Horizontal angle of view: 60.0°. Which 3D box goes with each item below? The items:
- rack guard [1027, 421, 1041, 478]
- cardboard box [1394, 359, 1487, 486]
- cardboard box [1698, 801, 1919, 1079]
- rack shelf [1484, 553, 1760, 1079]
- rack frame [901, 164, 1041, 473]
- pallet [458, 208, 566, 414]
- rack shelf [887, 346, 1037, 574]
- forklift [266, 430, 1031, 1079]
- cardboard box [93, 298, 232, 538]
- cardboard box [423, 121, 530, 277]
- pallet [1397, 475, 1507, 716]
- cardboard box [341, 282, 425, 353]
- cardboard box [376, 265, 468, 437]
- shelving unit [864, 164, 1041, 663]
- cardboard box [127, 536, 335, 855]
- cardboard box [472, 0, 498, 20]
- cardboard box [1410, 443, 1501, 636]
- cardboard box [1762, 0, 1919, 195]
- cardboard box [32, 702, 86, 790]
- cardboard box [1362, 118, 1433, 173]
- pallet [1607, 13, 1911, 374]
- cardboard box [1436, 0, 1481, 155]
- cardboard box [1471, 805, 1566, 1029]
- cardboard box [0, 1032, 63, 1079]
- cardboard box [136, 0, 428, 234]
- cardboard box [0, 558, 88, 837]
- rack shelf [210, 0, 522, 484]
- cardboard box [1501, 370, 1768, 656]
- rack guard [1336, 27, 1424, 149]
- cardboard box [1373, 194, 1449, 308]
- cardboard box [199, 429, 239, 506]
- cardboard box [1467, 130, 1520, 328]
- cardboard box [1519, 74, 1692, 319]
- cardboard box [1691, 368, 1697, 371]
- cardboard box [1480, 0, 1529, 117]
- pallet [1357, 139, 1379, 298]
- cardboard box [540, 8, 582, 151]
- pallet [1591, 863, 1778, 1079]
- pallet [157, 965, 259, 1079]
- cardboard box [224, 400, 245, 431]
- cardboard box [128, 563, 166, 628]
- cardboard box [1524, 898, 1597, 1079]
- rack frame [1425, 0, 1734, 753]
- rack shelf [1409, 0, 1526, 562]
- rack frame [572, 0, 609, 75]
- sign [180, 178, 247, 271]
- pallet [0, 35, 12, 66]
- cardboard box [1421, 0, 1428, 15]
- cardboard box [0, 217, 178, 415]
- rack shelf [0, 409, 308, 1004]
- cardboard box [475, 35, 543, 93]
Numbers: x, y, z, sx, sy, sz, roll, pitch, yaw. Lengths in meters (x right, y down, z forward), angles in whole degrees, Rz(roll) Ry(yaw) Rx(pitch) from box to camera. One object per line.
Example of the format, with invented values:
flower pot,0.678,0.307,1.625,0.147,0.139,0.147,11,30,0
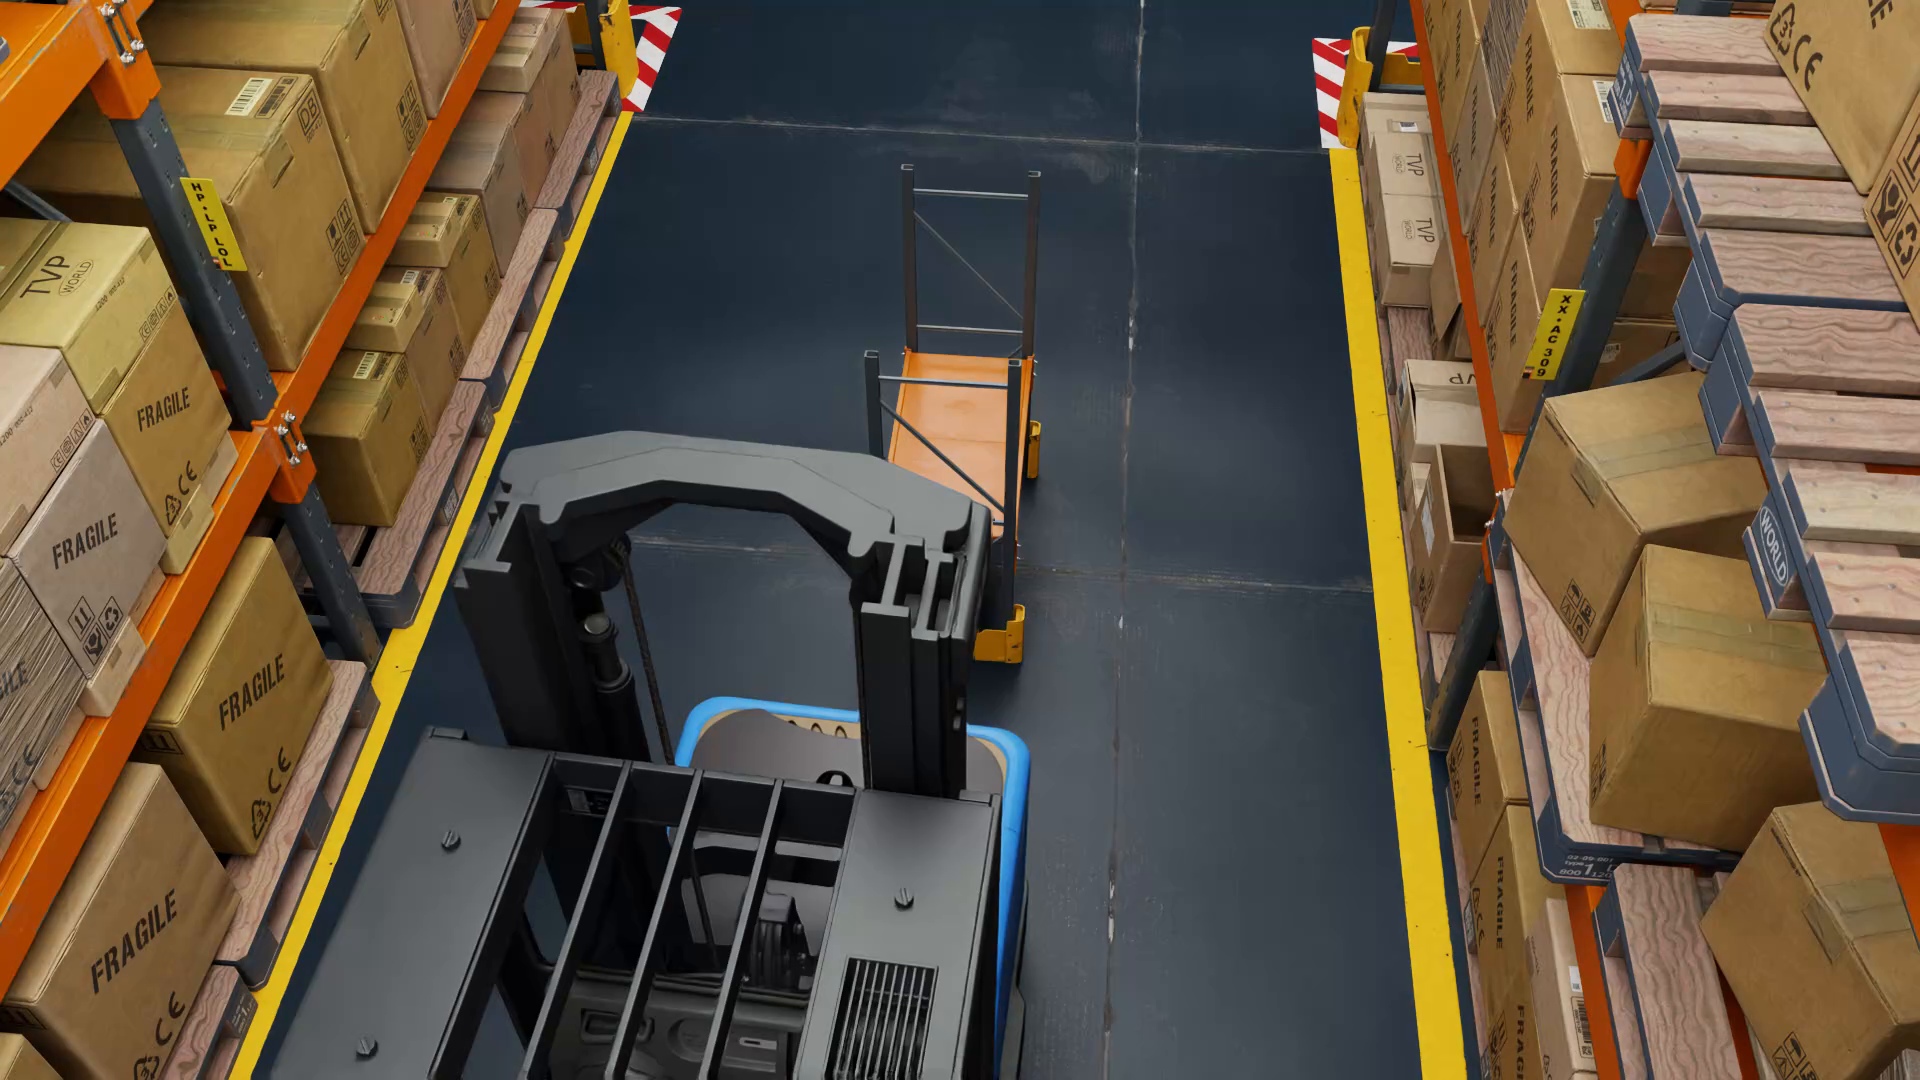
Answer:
rack guard,0.038,-0.394,6.967,0.587,0.250,0.087,4,48,4
cardboard box,2.051,-0.483,6.709,0.500,0.311,0.500,4,48,4
cardboard box,2.114,0.874,3.591,0.700,0.500,0.500,-7,48,-6
rack shelf,2.031,1.460,3.896,1.077,0.370,4.000,4,48,4
rack frame,0.039,-0.817,6.507,0.500,1.500,0.032,4,48,4
pallet,-2.464,-1.095,7.634,1.003,0.211,1.213,4,48,4
rack shelf,-0.008,-0.322,6.298,0.538,0.185,1.000,4,48,4
forklift,-0.502,1.317,3.585,1.130,2.935,3.031,6,48,6
cardboard box,-2.511,-0.368,4.797,0.500,0.500,0.500,3,48,3
cardboard box,-2.410,-1.562,7.581,0.700,0.500,0.500,2,48,2
pallet,2.277,0.184,6.465,1.003,0.211,1.213,4,48,4
cardboard box,-2.337,-0.882,6.520,0.380,0.149,0.250,5,48,5
cardboard box,-2.501,-0.793,6.878,0.700,0.500,0.500,3,48,3
shelving unit,-0.007,-0.450,6.171,0.587,1.500,1.083,4,48,4
cardboard box,-2.650,0.487,5.470,0.750,0.750,0.750,4,48,4
cardboard box,-2.447,-2.713,7.021,0.980,0.700,0.700,4,48,3
cardboard box,1.983,0.005,6.135,0.500,0.500,0.500,4,48,4
cardboard box,2.094,-1.109,3.305,0.600,0.600,0.600,0,48,0
cardboard box,-2.591,0.510,4.434,0.380,0.149,0.250,4,48,4
cardboard box,2.175,-1.916,8.118,0.380,0.166,0.250,4,48,4
pallet,2.084,-0.727,3.503,1.213,0.211,1.003,4,48,4
cardboard box,2.137,-1.802,6.324,0.500,0.500,0.500,4,48,4
cardboard box,1.889,1.174,5.065,0.500,0.500,0.500,4,48,4
cardboard box,-2.801,1.765,4.301,0.750,0.750,0.750,4,48,3
cardboard box,-2.582,-1.618,6.020,0.980,0.700,0.700,3,48,3
cardboard box,-2.602,0.376,4.116,0.500,0.500,0.500,4,48,4
rack shelf,-2.538,-1.810,6.886,1.077,0.370,4.000,4,48,4
cardboard box,1.947,-0.095,4.478,0.700,0.500,0.500,-11,48,-10
rack guard,2.571,-2.293,8.534,1.175,0.500,0.348,4,48,4
cardboard box,2.155,-1.297,7.495,0.500,0.250,0.500,4,48,4
cardboard box,-2.469,-0.238,5.117,0.380,0.149,0.250,4,48,4
cardboard box,2.049,-1.050,5.636,0.500,0.500,0.500,5,48,5
cardboard box,2.002,-1.013,4.924,0.500,0.500,0.500,4,48,4
cardboard box,2.531,-0.643,5.263,0.500,0.500,0.500,5,48,5
cardboard box,2.092,-1.760,5.608,0.500,0.500,0.500,4,48,4
pallet,2.499,-1.609,8.105,1.003,0.211,1.213,4,48,4
cardboard box,-2.320,-2.300,8.256,0.700,0.500,0.500,4,48,4
pallet,2.021,1.322,3.664,1.003,0.211,1.213,4,48,4
pallet,-2.824,1.829,4.960,1.003,0.211,1.213,4,48,4
cardboard box,-2.761,-0.550,6.216,0.380,0.149,0.250,4,48,3
cardboard box,-2.537,0.137,4.775,0.380,0.149,0.250,5,48,5
cardboard box,1.835,1.263,4.476,0.500,0.250,0.500,4,48,4
rack frame,2.213,-0.253,4.974,1.000,3.000,0.127,4,48,4
rack shelf,2.396,-1.480,6.584,1.077,0.370,4.000,4,48,4
rack frame,-2.356,-3.523,7.965,1.000,3.000,0.127,4,48,4
sign,-2.179,-0.918,4.852,0.100,0.325,0.005,4,48,4
pallet,-2.755,-0.854,3.621,0.805,0.209,1.217,2,48,2
cardboard box,2.233,-2.538,6.997,0.500,0.500,0.500,3,48,3
cardboard box,-2.508,-0.617,4.516,0.500,0.250,0.500,5,48,4
rack shelf,-2.902,1.129,4.198,1.077,0.370,4.000,4,48,4
cardboard box,-2.173,-2.224,7.747,0.380,0.149,0.250,5,48,5
